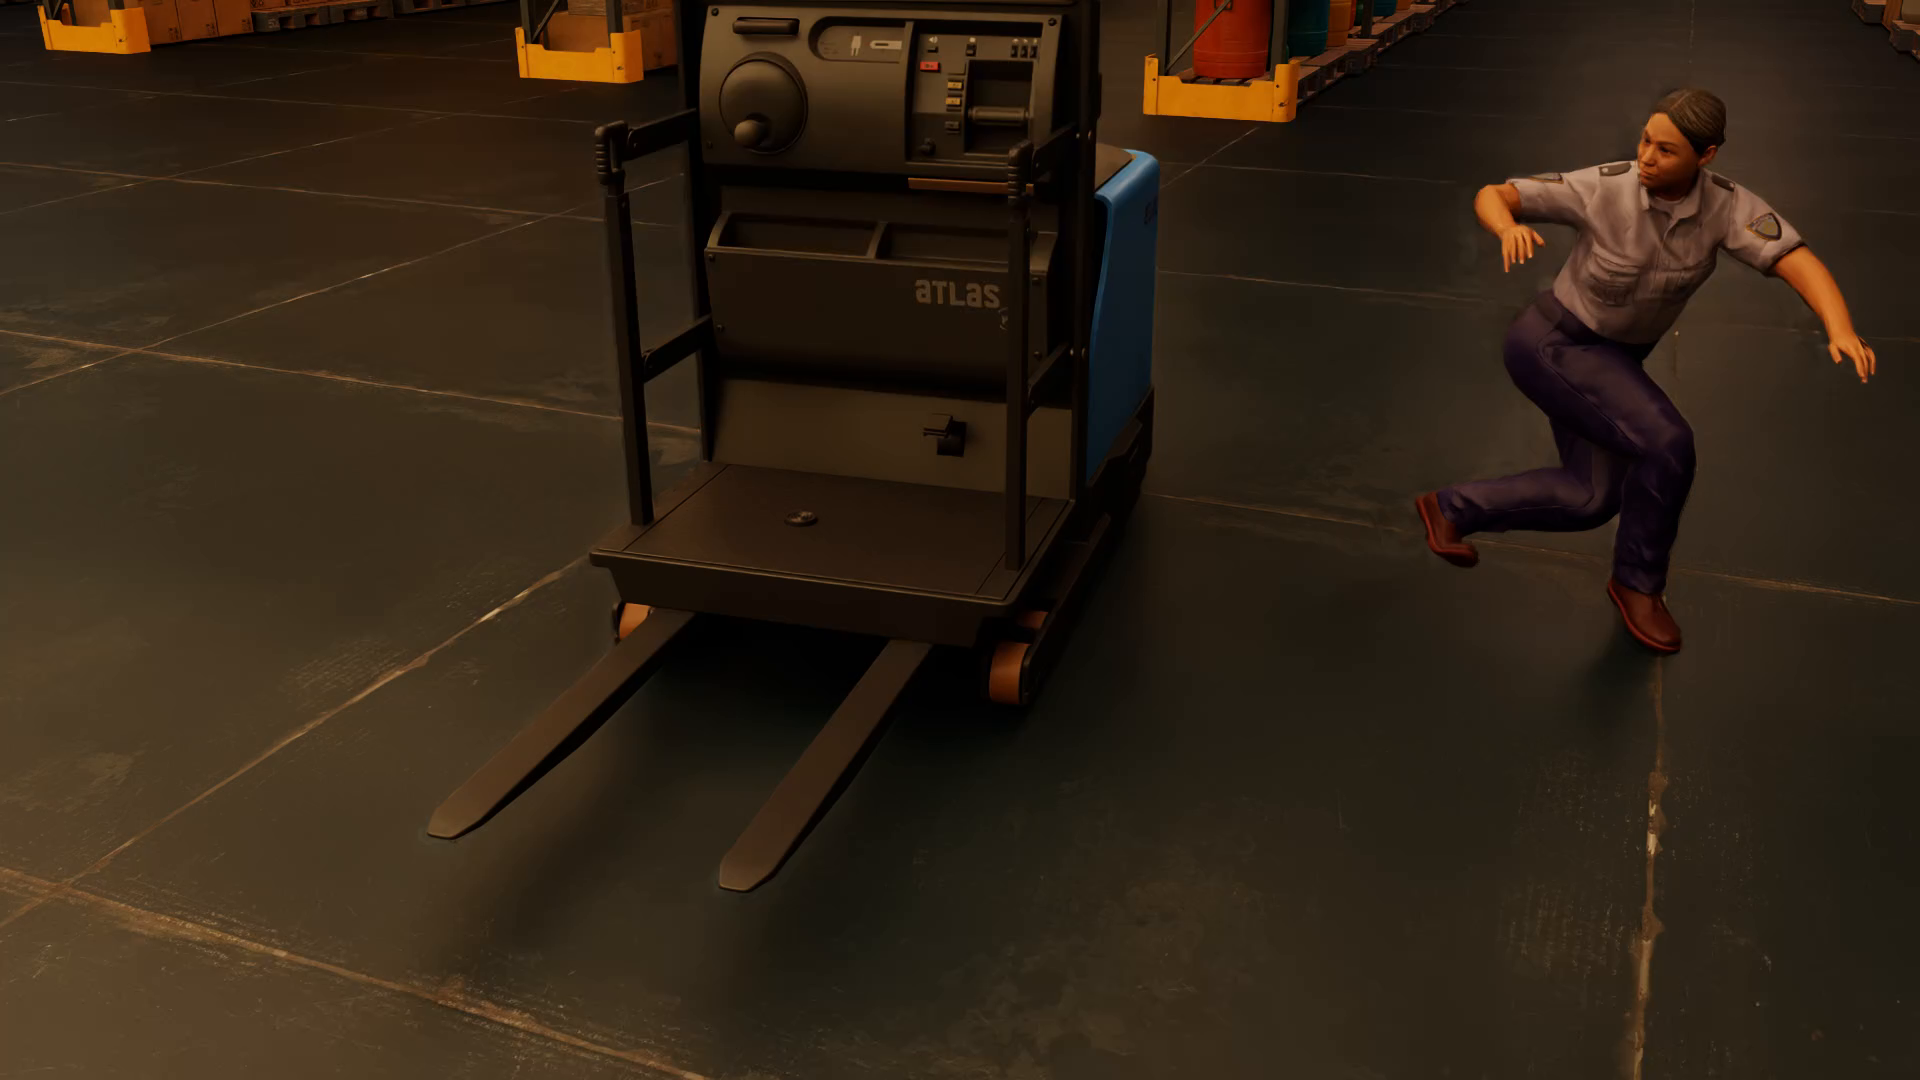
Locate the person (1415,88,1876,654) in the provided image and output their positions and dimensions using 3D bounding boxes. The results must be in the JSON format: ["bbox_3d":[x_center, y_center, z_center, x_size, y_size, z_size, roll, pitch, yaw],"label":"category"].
[{"bbox_3d":[1.676,-0.413,4.225,0.805,1.417,1.081,-13,26,-28],"label":"person"}]

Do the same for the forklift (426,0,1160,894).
[{"bbox_3d":[-0.267,-1.109,3.945,1.130,2.935,3.031,7,24,15],"label":"forklift"}]
